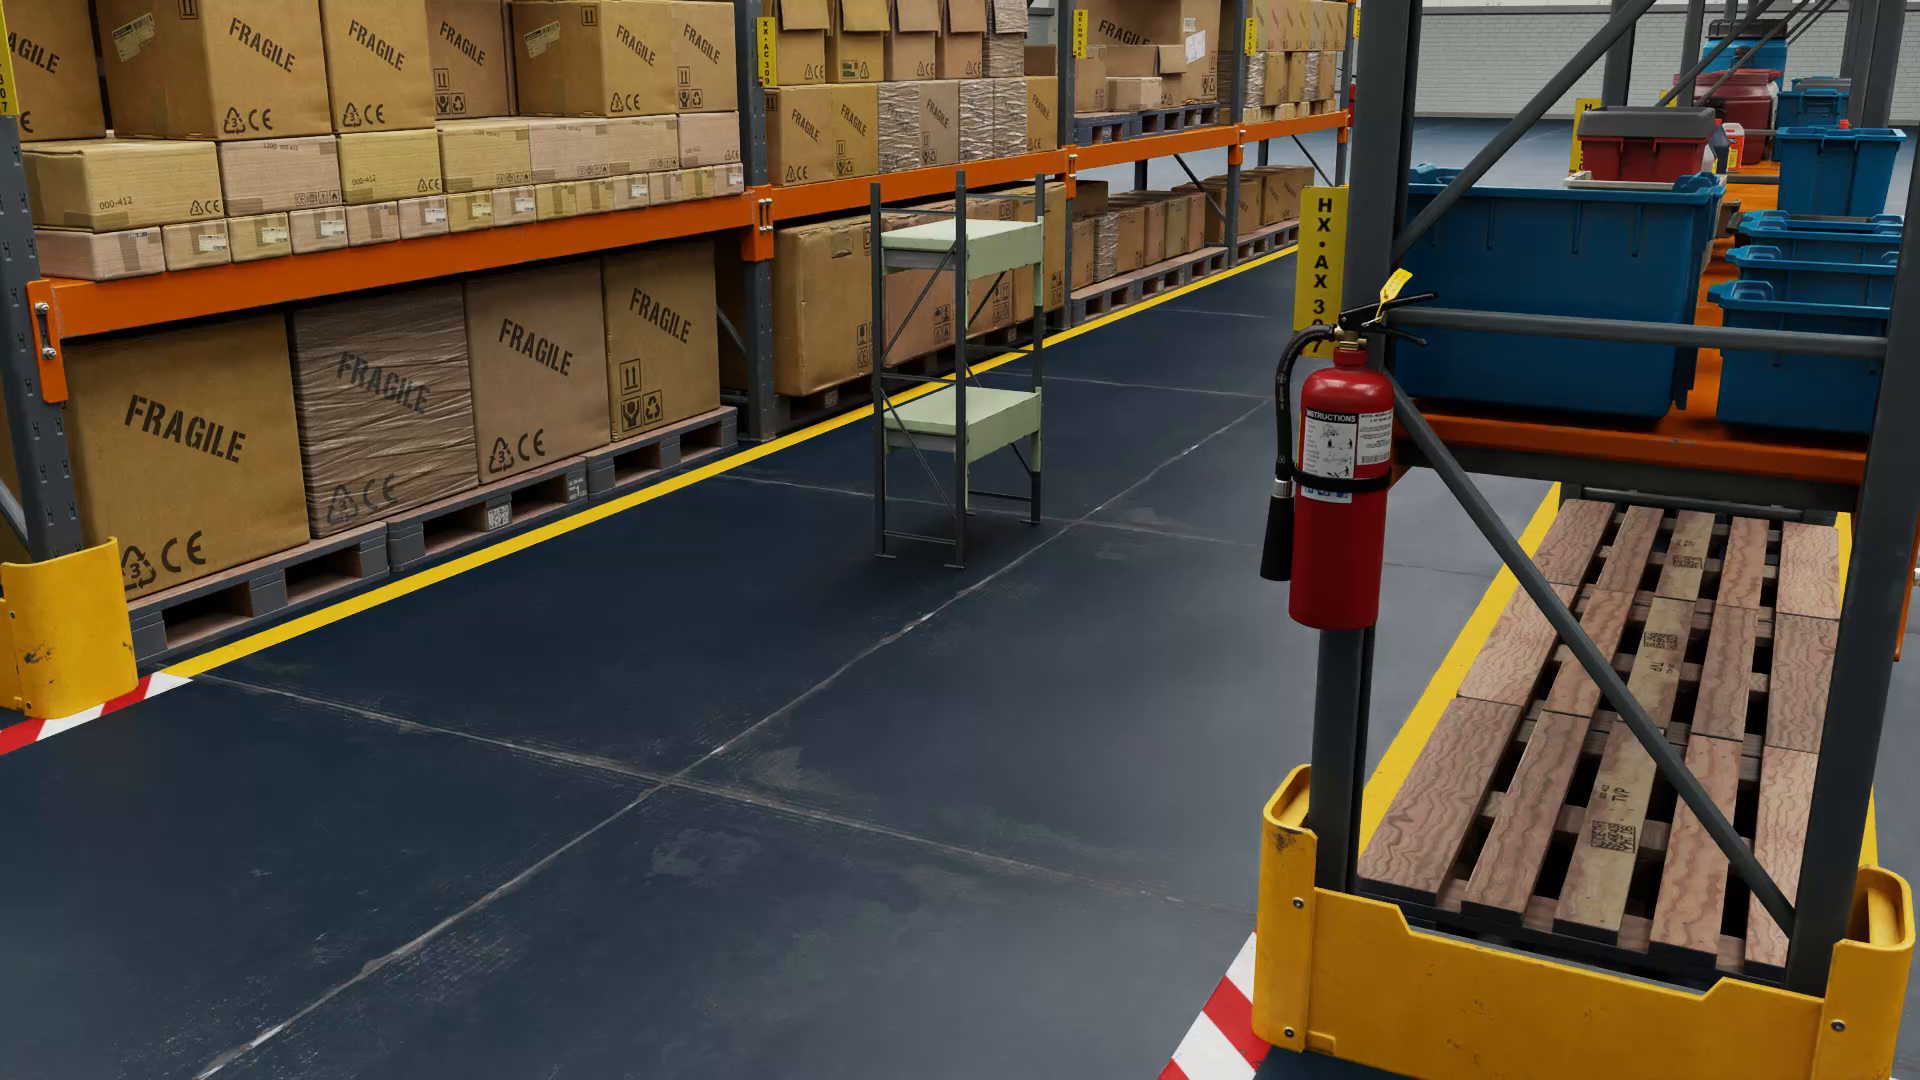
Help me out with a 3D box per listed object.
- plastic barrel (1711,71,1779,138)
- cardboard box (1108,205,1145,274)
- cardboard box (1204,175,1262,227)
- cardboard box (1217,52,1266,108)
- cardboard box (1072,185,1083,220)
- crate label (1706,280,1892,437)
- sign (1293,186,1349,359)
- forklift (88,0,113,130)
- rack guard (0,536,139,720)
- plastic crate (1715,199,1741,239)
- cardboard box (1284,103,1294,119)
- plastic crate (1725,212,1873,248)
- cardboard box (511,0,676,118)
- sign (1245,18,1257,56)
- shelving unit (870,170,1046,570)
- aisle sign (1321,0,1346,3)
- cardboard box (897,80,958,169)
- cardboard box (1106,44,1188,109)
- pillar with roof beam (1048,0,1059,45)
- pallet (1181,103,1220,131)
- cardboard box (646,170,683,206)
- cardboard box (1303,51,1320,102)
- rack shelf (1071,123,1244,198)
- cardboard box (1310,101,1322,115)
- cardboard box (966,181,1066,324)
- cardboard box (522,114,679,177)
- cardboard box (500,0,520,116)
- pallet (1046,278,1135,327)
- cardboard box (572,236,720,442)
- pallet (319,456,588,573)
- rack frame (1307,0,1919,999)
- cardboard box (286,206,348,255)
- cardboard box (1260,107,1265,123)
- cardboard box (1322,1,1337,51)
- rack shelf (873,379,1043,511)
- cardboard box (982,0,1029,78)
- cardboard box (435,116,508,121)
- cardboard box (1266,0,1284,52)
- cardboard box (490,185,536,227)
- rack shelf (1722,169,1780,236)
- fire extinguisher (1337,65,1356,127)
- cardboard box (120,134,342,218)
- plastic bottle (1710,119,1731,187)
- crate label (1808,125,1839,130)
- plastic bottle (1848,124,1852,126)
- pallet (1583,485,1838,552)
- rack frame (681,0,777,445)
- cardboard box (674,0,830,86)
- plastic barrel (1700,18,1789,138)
[{"bbox_3d":[5.413,-2.977,11.541,0.433,0.535,0.433,0,17,0],"label":"plastic barrel"},{"bbox_3d":[1.104,-2.510,13.825,0.700,0.500,0.500,10,19,30],"label":"cardboard box"},{"bbox_3d":[2.797,-3.470,17.091,0.500,0.500,0.500,6,18,20],"label":"cardboard box"},{"bbox_3d":[2.383,-4.352,15.712,0.875,0.500,0.500,8,18,25],"label":"cardboard box"},{"bbox_3d":[0.612,-2.583,12.752,0.500,0.250,0.500,9,19,28],"label":"cardboard box"},{"bbox_3d":[1.600,-0.338,3.082,0.416,0.233,0.303,8,18,25],"label":"crate label"},{"bbox_3d":[0.696,-0.512,3.195,0.100,0.325,0.005,8,18,25],"label":"sign"},{"bbox_3d":[-4.321,-1.876,8.193,1.130,2.935,3.031,8,18,24],"label":"forklift"},{"bbox_3d":[-3.246,0.206,5.453,1.175,0.500,0.348,8,18,25],"label":"rack guard"},{"bbox_3d":[2.647,-1.189,6.118,0.396,0.136,0.243,8,18,25],"label":"plastic crate"},{"bbox_3d":[3.150,-4.335,16.792,0.380,0.149,0.250,8,18,25],"label":"cardboard box"},{"bbox_3d":[2.723,-0.965,5.382,0.437,0.125,0.590,8,18,25],"label":"plastic crate"},{"bbox_3d":[-1.642,-2.169,7.484,0.500,0.500,0.500,8,18,26],"label":"cardboard box"},{"bbox_3d":[2.625,-4.540,15.009,0.100,0.325,0.005,8,18,25],"label":"sign"},{"bbox_3d":[0.003,-0.721,6.817,0.431,1.500,0.755,8,18,25],"label":"shelving unit"},{"bbox_3d":[4.210,-6.298,18.394,0.394,0.787,0.004,8,18,25],"label":"aisle sign"},{"bbox_3d":[-0.345,-2.538,10.127,0.500,0.500,0.500,8,19,26],"label":"cardboard box"},{"bbox_3d":[1.435,-3.853,13.808,0.797,0.503,0.637,10,19,31],"label":"cardboard box"},{"bbox_3d":[6.745,-16.872,48.025,9.100,9.000,0.400,8,18,25],"label":"pillar with roof beam"},{"bbox_3d":[1.655,-3.787,14.843,1.003,0.211,1.213,8,18,25],"label":"pallet"},{"bbox_3d":[-1.521,-1.647,7.741,0.380,0.149,0.250,8,18,24],"label":"cardboard box"},{"bbox_3d":[3.266,-4.863,17.432,0.875,0.500,0.500,8,18,25],"label":"cardboard box"},{"bbox_3d":[1.233,-3.201,13.796,1.077,0.370,4.000,8,18,25],"label":"rack shelf"},{"bbox_3d":[3.668,-4.659,17.884,0.380,0.149,0.250,8,18,25],"label":"cardboard box"},{"bbox_3d":[0.012,-2.046,11.638,1.225,0.875,0.875,7,18,23],"label":"cardboard box"},{"bbox_3d":[-1.640,-1.810,7.591,0.500,0.250,0.500,9,19,27],"label":"cardboard box"},{"bbox_3d":[-2.118,-2.234,7.700,0.500,0.500,0.500,8,18,25],"label":"cardboard box"},{"bbox_3d":[0.690,-1.898,13.045,1.003,0.211,1.213,8,18,25],"label":"pallet"},{"bbox_3d":[-1.815,-1.042,8.259,0.875,0.875,0.875,8,18,25],"label":"cardboard box"},{"bbox_3d":[-2.402,-0.185,7.276,1.003,0.211,1.213,8,18,25],"label":"pallet"},{"bbox_3d":[1.196,-0.368,2.996,1.000,3.000,0.127,8,18,25],"label":"rack frame"},{"bbox_3d":[-2.439,-1.124,5.981,0.380,0.149,0.250,8,18,25],"label":"cardboard box"},{"bbox_3d":[2.702,-4.080,15.935,0.380,0.149,0.250,8,18,25],"label":"cardboard box"},{"bbox_3d":[3.671,-5.444,17.631,0.500,0.500,0.500,8,18,25],"label":"cardboard box"},{"bbox_3d":[0.003,-0.408,6.909,0.431,0.370,0.720,8,18,25],"label":"rack shelf"},{"bbox_3d":[-0.002,-3.381,11.201,0.797,0.503,0.637,9,19,27],"label":"cardboard box"},{"bbox_3d":[-2.345,-1.743,7.365,0.500,0.250,0.500,9,19,27],"label":"cardboard box"},{"bbox_3d":[2.777,-4.935,15.916,0.500,0.500,0.500,8,18,25],"label":"cardboard box"},{"bbox_3d":[-1.980,-1.385,6.862,0.380,0.149,0.250,8,19,26],"label":"cardboard box"},{"bbox_3d":[3.877,-1.552,8.244,1.077,0.370,4.000,8,18,25],"label":"rack shelf"},{"bbox_3d":[4.377,-5.007,18.751,0.296,0.674,0.183,8,18,25],"label":"fire extinguisher"},{"bbox_3d":[-2.553,-1.290,5.841,0.500,0.250,0.500,8,18,25],"label":"cardboard box"},{"bbox_3d":[3.789,-1.935,8.357,0.144,0.351,0.185,8,18,25],"label":"plastic bottle"},{"bbox_3d":[5.294,-2.385,10.081,0.303,0.233,0.416,8,18,25],"label":"crate label"},{"bbox_3d":[4.971,-2.193,9.344,0.061,0.283,0.133,8,18,25],"label":"plastic bottle"},{"bbox_3d":[3.365,-0.242,7.467,1.003,0.211,1.213,8,18,25],"label":"pallet"},{"bbox_3d":[-1.448,-2.017,8.548,1.000,3.000,0.127,8,18,25],"label":"rack frame"},{"bbox_3d":[-1.170,-2.710,8.942,0.797,0.503,0.637,8,18,24],"label":"cardboard box"},{"bbox_3d":[6.114,-3.605,13.014,0.600,0.901,0.708,8,18,25],"label":"plastic barrel"}]
